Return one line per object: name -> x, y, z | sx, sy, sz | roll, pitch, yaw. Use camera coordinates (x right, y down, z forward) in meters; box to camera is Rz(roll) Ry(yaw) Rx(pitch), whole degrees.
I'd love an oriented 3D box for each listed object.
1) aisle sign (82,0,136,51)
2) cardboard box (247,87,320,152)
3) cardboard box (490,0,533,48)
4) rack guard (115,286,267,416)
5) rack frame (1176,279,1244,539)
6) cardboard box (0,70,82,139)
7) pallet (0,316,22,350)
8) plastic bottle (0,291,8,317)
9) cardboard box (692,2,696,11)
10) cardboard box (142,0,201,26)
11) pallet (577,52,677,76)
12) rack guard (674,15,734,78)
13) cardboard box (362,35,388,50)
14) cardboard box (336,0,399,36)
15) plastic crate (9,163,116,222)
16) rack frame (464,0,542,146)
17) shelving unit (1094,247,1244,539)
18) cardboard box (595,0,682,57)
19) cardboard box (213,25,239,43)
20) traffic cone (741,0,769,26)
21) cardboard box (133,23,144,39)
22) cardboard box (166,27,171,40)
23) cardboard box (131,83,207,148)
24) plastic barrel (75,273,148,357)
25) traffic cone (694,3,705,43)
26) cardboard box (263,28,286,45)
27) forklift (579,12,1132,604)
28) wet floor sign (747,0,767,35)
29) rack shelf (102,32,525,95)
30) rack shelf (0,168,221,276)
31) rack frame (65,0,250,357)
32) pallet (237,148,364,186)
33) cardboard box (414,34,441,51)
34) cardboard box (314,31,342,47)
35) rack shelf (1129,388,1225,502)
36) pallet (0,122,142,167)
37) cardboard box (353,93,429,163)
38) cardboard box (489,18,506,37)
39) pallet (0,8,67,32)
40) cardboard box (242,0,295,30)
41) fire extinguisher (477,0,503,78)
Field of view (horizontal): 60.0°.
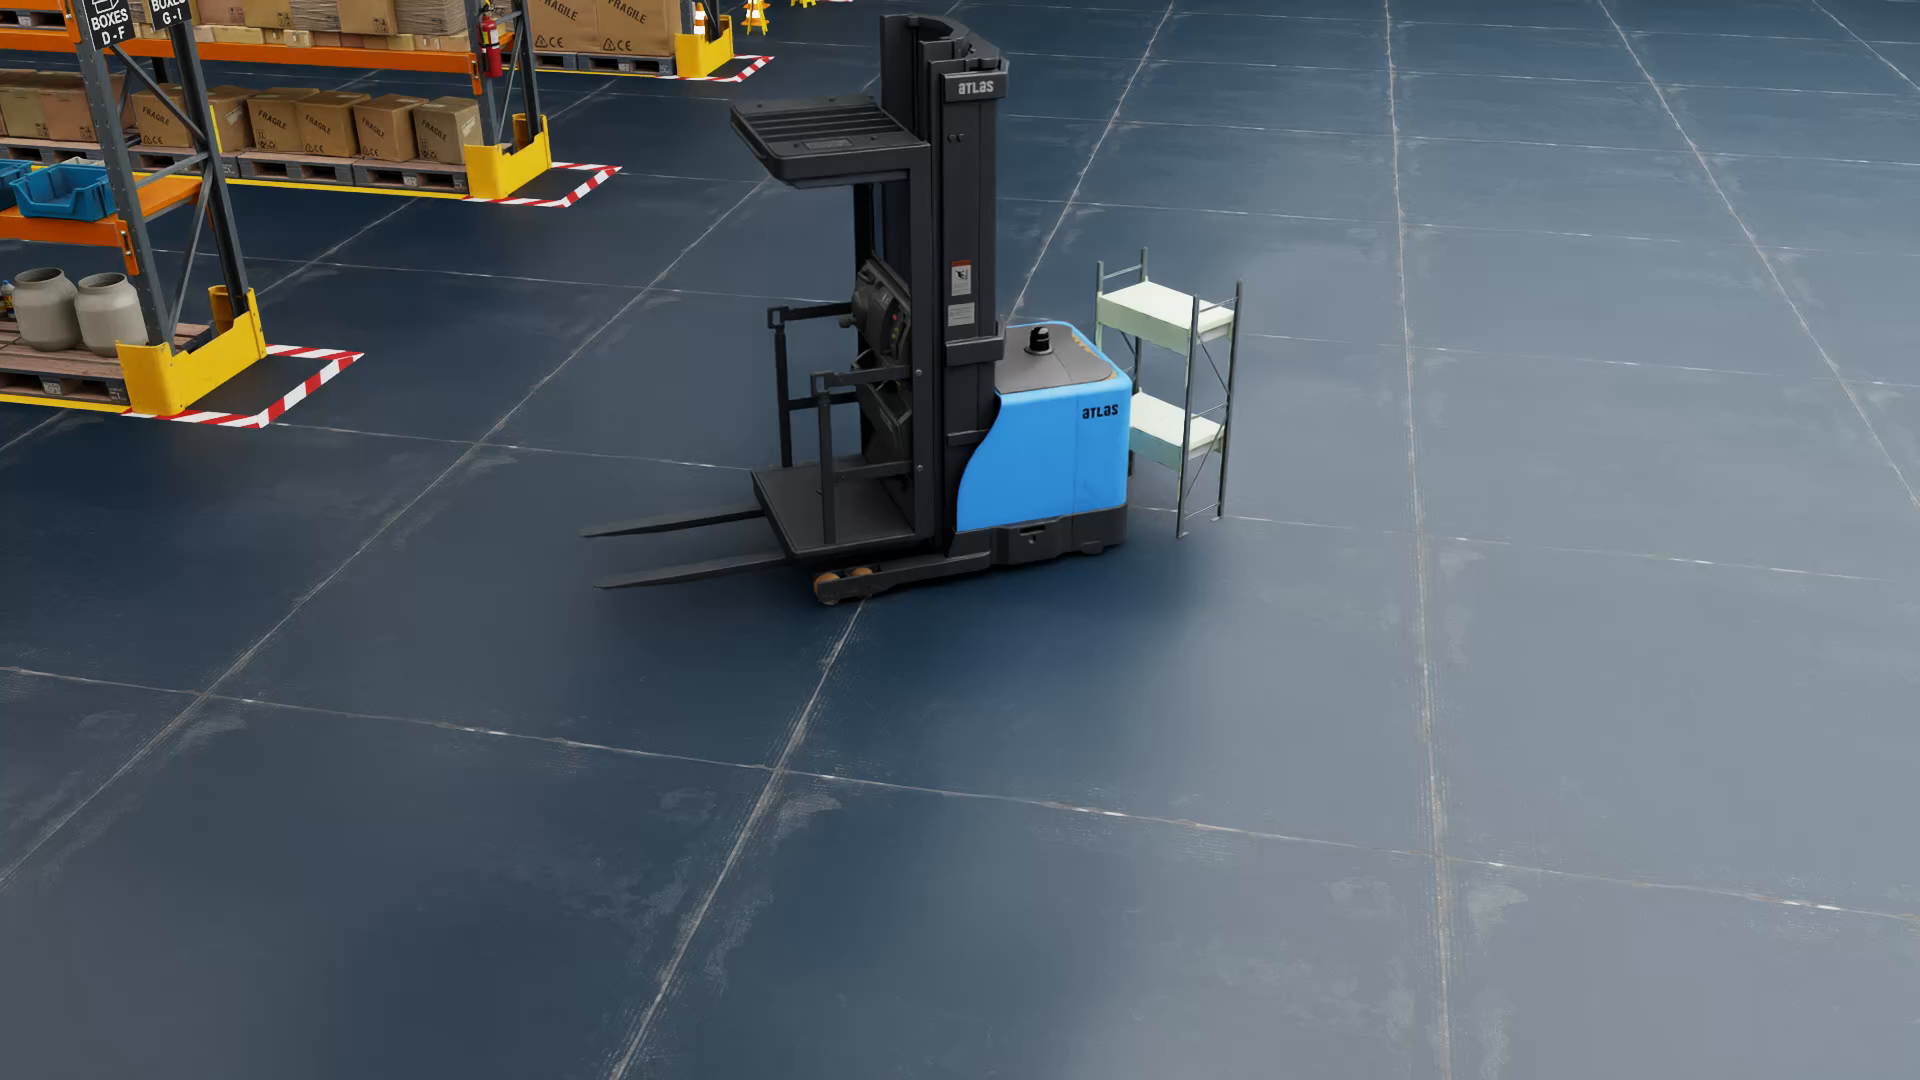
aisle sign -> -5.286, -3.449, 10.220 | 0.004, 0.787, 0.394 | 6, 29, 11
cardboard box -> -6.603, -4.132, 16.340 | 0.500, 0.500, 0.500 | 3, 29, 6
cardboard box -> -5.554, -6.570, 20.402 | 0.875, 0.875, 0.875 | 6, 29, 11
rack guard -> -5.378, -1.345, 11.686 | 0.348, 0.500, 1.175 | 6, 29, 11
rack frame -> 1.427, -0.733, 9.527 | 0.400, 1.500, 0.023 | -23, 36, -35
cardboard box -> -9.230, -4.408, 16.822 | 0.500, 0.500, 0.700 | 6, 29, 10
pallet -> -7.361, -1.425, 12.134 | 1.213, 0.211, 1.003 | 6, 29, 11
plastic bottle -> -7.103, -1.760, 12.297 | 0.097, 0.201, 0.097 | 0, 29, 0
cardboard box -> -3.893, -7.368, 23.053 | 0.250, 0.149, 0.380 | 23, 36, 36
cardboard box -> -7.263, -5.216, 15.741 | 0.500, 0.500, 0.875 | 6, 29, 11
pallet -> -3.923, -5.921, 20.346 | 1.213, 0.211, 1.003 | 6, 29, 11
rack guard -> -3.101, -6.002, 20.193 | 0.348, 0.500, 1.175 | 6, 29, 11
cardboard box -> -5.322, -4.662, 15.403 | 0.250, 0.149, 0.380 | 6, 29, 11
cardboard box -> -5.306, -5.018, 15.378 | 0.500, 0.500, 0.875 | 6, 29, 11
plastic crate -> -5.846, -2.300, 10.983 | 0.616, 0.251, 0.499 | 6, 29, 11
rack frame -> -4.260, -4.782, 15.361 | 0.127, 3.000, 1.000 | 6, 29, 11
shelving unit -> 1.185, -0.865, 9.768 | 0.431, 1.500, 0.755 | -23, 36, -35
cardboard box -> -3.802, -6.390, 20.074 | 0.875, 0.875, 0.875 | 6, 29, 11
cardboard box -> -6.796, -4.796, 15.648 | 0.250, 0.149, 0.380 | 6, 29, 11
traffic cone -> -2.779, -7.205, 22.429 | 0.334, 0.463, 0.336 | 6, 29, 11
cardboard box -> -7.782, -4.879, 15.799 | 0.250, 0.149, 0.380 | 6, 29, 11
cardboard box -> -7.285, -4.846, 15.740 | 0.250, 0.149, 0.380 | 6, 29, 11
cardboard box -> -7.789, -4.212, 16.485 | 0.500, 0.500, 0.500 | 5, 29, 9
plastic barrel -> -5.953, -1.579, 11.664 | 0.421, 0.512, 0.421 | 0, 29, 0
traffic cone -> -3.348, -6.708, 21.521 | 0.334, 0.463, 0.336 | 6, 29, 11
cardboard box -> -6.300, -4.762, 15.586 | 0.250, 0.149, 0.380 | 6, 29, 11
forklift -> -0.609, -1.219, 8.925 | 3.031, 2.935, 1.130 | -9, 30, -16
wet floor sign -> -2.683, -6.995, 21.855 | 0.232, 0.644, 0.267 | 1, 29, 2
rack shelf -> -6.215, -4.667, 15.900 | 4.000, 0.370, 1.077 | 6, 29, 11
rack shelf -> -7.250, -2.341, 11.651 | 4.000, 0.370, 1.077 | 6, 29, 11
rack frame -> -5.294, -2.456, 11.112 | 0.127, 3.000, 1.000 | 6, 29, 11
pallet -> -6.310, -3.788, 16.449 | 1.213, 0.211, 1.003 | 6, 29, 11
cardboard box -> -4.826, -4.629, 15.342 | 0.250, 0.149, 0.380 | 6, 29, 11
cardboard box -> -5.807, -4.721, 15.511 | 0.250, 0.149, 0.380 | 6, 29, 11
rack shelf -> 1.185, -0.579, 9.925 | 0.431, 0.370, 0.720 | -23, 36, -35
pallet -> -8.933, -4.037, 16.904 | 1.213, 0.211, 1.003 | 6, 29, 11
cardboard box -> -5.459, -3.984, 16.069 | 0.500, 0.500, 0.500 | 14, 32, 24
cardboard box -> -4.488, -4.812, 15.678 | 0.250, 0.149, 0.380 | 6, 29, 11
pallet -> -8.888, -5.244, 16.404 | 1.213, 0.211, 1.003 | 6, 29, 11
cardboard box -> -6.272, -5.144, 15.608 | 0.500, 0.500, 0.875 | 6, 29, 11
fire extinguisher -> -4.244, -4.520, 14.963 | 0.183, 0.674, 0.296 | 6, 29, 11
